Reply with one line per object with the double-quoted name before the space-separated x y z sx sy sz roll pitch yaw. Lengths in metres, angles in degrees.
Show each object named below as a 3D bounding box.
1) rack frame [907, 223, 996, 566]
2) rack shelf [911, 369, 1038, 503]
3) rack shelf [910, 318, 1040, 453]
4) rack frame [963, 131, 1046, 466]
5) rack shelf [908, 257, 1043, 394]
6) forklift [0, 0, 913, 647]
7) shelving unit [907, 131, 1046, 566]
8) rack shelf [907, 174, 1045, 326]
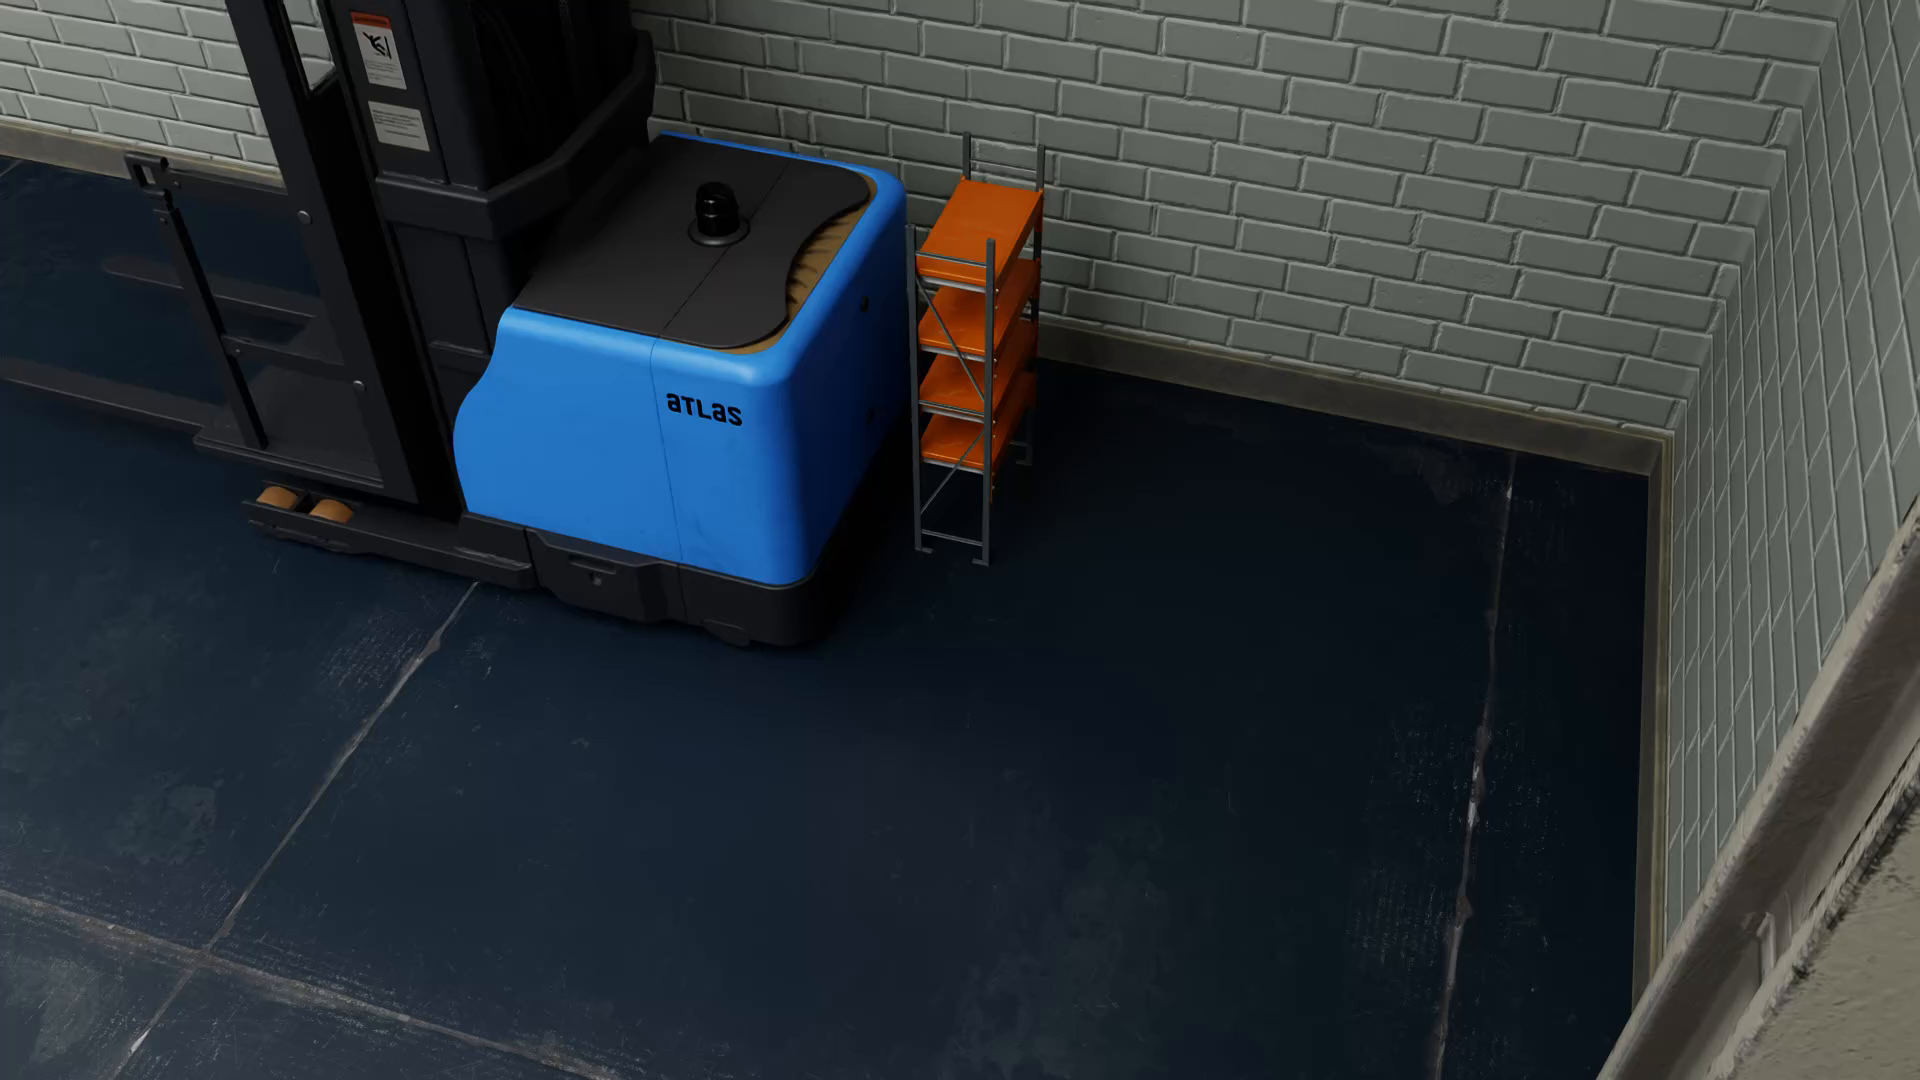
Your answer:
"rack frame" -0.024 -0.377 4.777 0.240 1.200 0.015 13 46 13
"rack shelf" 0.050 -0.349 5.129 0.258 0.148 0.480 13 46 13
"rack shelf" 0.050 -0.491 4.990 0.258 0.148 0.480 13 46 13
"rack frame" 0.124 -0.702 5.109 0.240 1.200 0.015 13 46 13
"rack shelf" 0.050 -0.651 4.834 0.258 0.148 0.480 13 46 13
"forklift" -1.717 -1.347 4.531 3.031 2.935 1.130 13 46 13
"shelving unit" 0.050 -0.539 4.943 0.258 1.200 0.503 13 46 13
"rack shelf" 0.050 -0.820 4.668 0.258 0.148 0.480 13 46 13
